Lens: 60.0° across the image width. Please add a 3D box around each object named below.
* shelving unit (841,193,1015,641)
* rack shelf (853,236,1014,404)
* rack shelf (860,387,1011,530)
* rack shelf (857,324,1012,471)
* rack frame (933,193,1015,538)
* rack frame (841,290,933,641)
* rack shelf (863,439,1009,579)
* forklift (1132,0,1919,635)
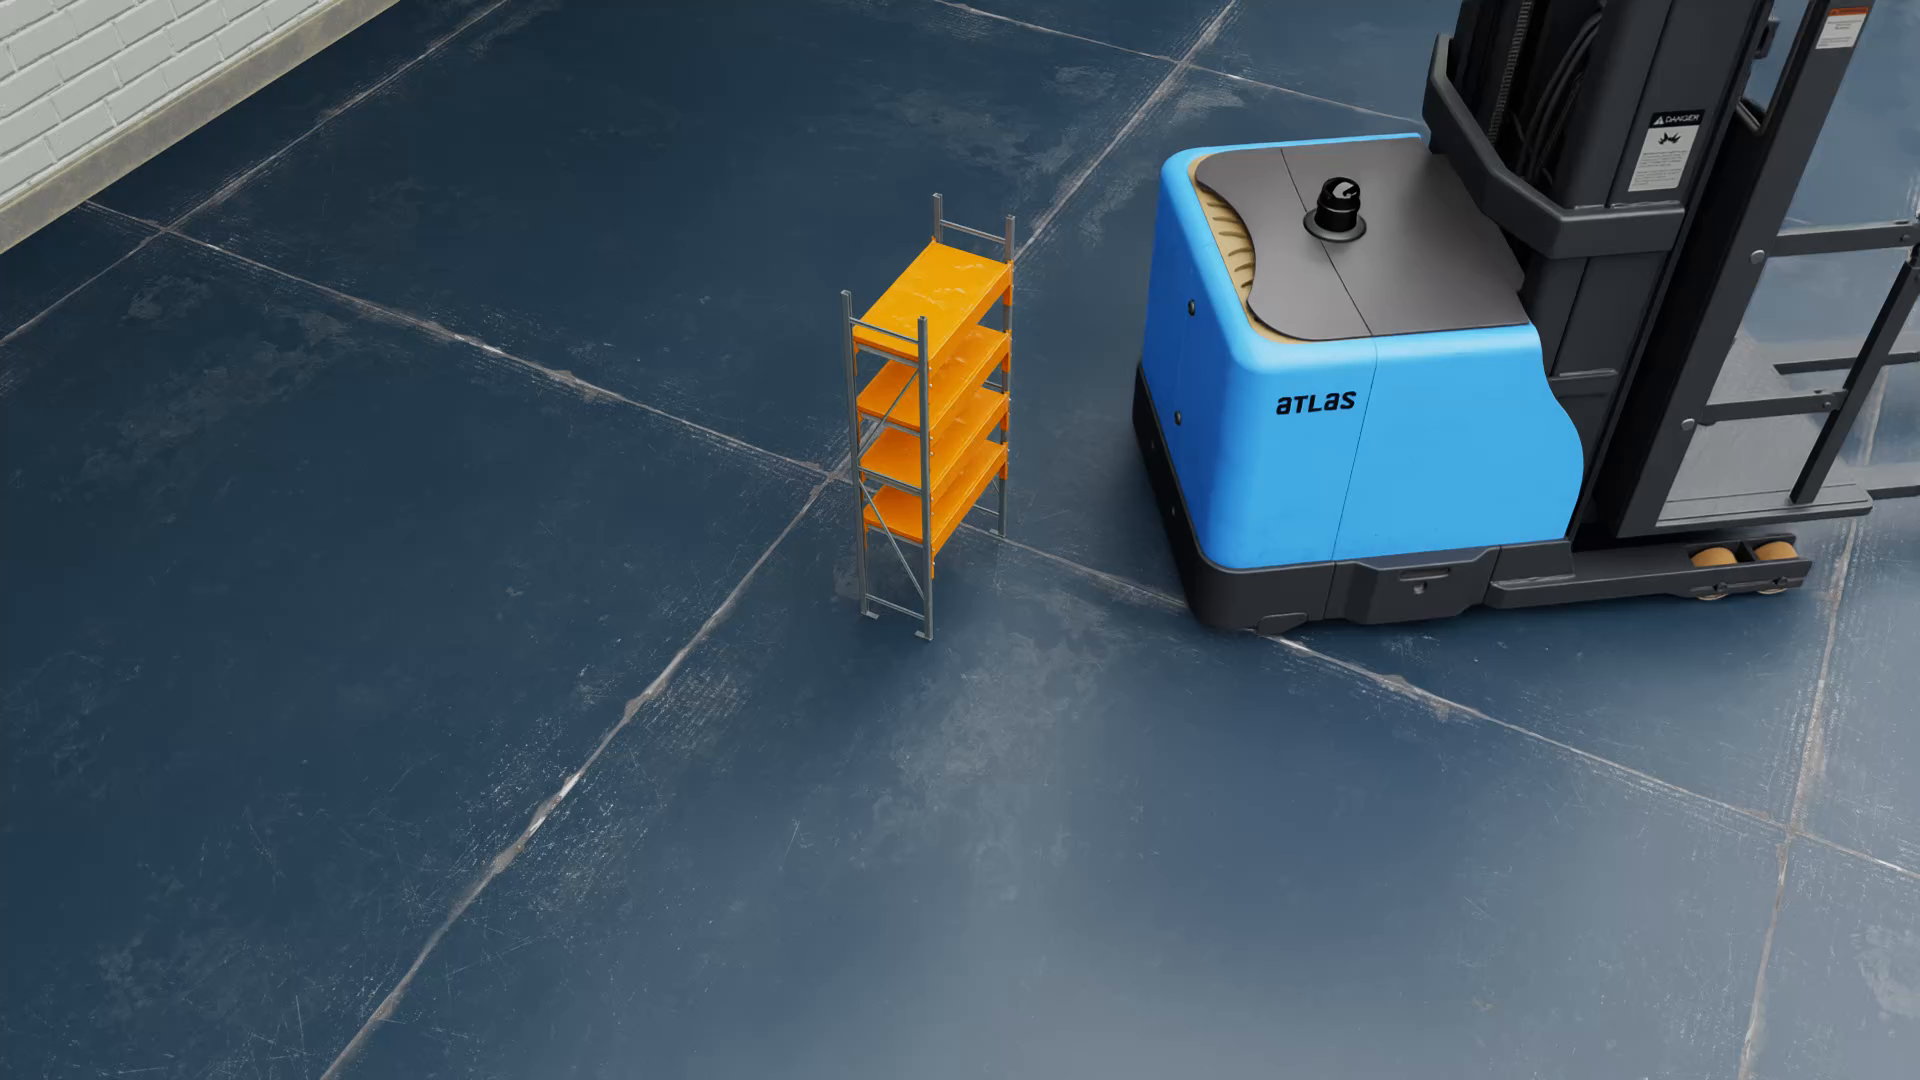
[{"bbox_3d":[-0.077,-0.317,4.720,0.258,1.200,0.503,20,49,19],"label":"shelving unit"},{"bbox_3d":[-0.077,-0.594,4.441,0.258,0.148,0.480,20,49,19],"label":"rack shelf"},{"bbox_3d":[-0.077,-0.270,4.768,0.258,0.148,0.480,20,49,19],"label":"rack shelf"},{"bbox_3d":[-0.077,-0.427,4.609,0.258,0.148,0.480,20,49,19],"label":"rack shelf"},{"bbox_3d":[0.036,-0.471,4.872,0.240,1.200,0.015,20,49,19],"label":"rack frame"},{"bbox_3d":[-0.190,-0.164,4.568,0.240,1.200,0.015,20,49,19],"label":"rack frame"},{"bbox_3d":[-0.077,-0.131,4.909,0.258,0.148,0.480,20,49,19],"label":"rack shelf"},{"bbox_3d":[2.131,-1.217,4.392,3.031,2.935,1.130,-5,46,-5],"label":"forklift"}]
